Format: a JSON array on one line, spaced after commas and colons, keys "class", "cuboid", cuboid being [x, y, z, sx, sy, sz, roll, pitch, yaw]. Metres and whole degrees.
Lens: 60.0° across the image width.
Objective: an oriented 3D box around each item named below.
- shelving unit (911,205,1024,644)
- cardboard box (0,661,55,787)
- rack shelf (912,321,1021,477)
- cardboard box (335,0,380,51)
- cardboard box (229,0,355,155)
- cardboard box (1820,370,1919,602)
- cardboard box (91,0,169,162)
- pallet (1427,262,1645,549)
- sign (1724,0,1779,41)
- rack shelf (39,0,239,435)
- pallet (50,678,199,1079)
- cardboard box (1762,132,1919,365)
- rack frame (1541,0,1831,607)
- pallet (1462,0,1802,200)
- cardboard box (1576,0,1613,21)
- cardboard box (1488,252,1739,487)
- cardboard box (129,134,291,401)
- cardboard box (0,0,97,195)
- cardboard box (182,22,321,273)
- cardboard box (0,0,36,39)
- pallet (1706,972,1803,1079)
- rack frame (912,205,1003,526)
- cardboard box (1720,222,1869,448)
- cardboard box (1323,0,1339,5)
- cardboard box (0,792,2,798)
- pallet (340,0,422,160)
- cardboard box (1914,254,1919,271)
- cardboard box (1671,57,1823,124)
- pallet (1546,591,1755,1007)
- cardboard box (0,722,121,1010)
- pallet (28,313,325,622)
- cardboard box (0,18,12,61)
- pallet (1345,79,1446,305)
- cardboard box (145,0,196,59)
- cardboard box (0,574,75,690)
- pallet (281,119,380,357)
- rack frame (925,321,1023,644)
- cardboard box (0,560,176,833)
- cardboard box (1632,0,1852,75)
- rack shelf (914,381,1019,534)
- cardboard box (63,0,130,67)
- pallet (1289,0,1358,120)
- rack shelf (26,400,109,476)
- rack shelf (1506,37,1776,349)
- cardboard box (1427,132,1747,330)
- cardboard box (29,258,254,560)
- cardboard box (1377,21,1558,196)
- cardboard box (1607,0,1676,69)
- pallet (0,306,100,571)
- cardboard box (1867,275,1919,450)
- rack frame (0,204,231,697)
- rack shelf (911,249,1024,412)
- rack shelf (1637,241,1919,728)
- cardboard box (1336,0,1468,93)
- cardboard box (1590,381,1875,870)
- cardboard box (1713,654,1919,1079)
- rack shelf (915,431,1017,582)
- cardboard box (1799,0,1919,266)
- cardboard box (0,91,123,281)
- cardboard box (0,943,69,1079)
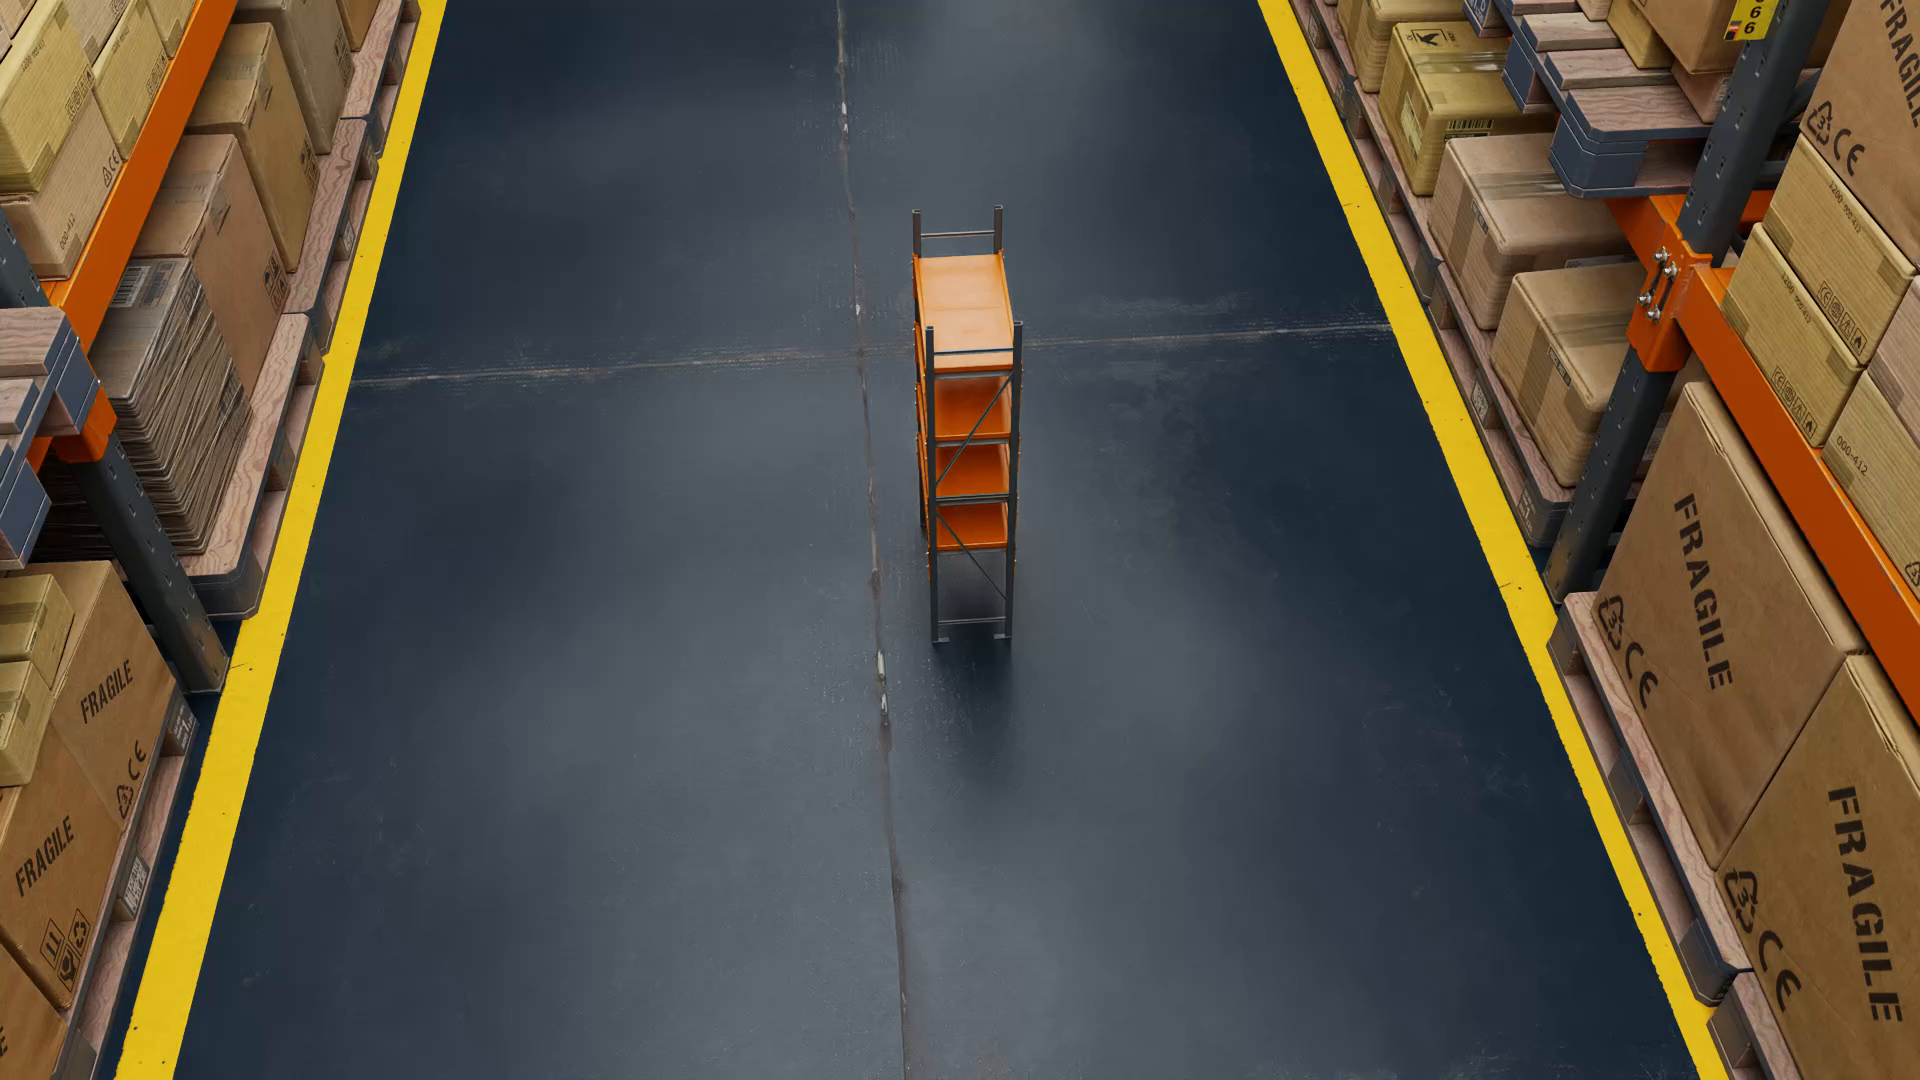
[{"class": "shelving unit", "cuboid": [0.014, -0.293, 4.701, 0.258, 1.200, 0.503, -3, 47, -3]}, {"class": "cardboard box", "cuboid": [-2.298, 0.431, 3.761, 0.380, 0.149, 0.250, -6, 47, -5]}, {"class": "rack shelf", "cuboid": [0.014, -0.400, 4.587, 0.258, 0.148, 0.480, -3, 47, -3]}, {"class": "cardboard box", "cuboid": [-2.926, -2.444, 6.845, 0.875, 0.625, 0.625, -2, 47, -2]}, {"class": "cardboard box", "cuboid": [-2.869, -1.882, 6.312, 0.875, 0.625, 0.625, -4, 47, -4]}, {"class": "cardboard box", "cuboid": [2.151, -0.112, 3.393, 0.500, 0.250, 0.500, -5, 47, -4]}, {"class": "cardboard box", "cuboid": [-2.477, -1.247, 4.468, 0.500, 0.250, 0.500, -4, 47, -4]}, {"class": "pallet", "cuboid": [2.236, -0.510, 5.587, 1.003, 0.211, 1.213, -3, 47, -3]}, {"class": "sign", "cuboid": [1.760, -1.234, 3.610, 0.100, 0.325, 0.005, -3, 47, -3]}, {"class": "rack shelf", "cuboid": [-2.813, -1.798, 5.383, 1.077, 0.370, 4.000, -3, 47, -3]}, {"class": "pallet", "cuboid": [-2.621, 0.903, 4.250, 1.003, 0.211, 1.213, -3, 47, -3]}, {"class": "cardboard box", "cuboid": [2.096, -0.642, 3.551, 0.500, 0.250, 0.500, -4, 47, -4]}, {"class": "rack frame", "cuboid": [2.300, -0.903, 4.039, 1.000, 3.000, 0.127, -3, 47, -3]}, {"class": "pallet", "cuboid": [2.134, -1.346, 4.591, 1.213, 0.211, 1.003, -3, 47, -3]}, {"class": "cardboard box", "cuboid": [1.878, -1.553, 4.539, 0.380, 0.149, 0.250, -4, 47, -4]}, {"class": "cardboard box", "cuboid": [2.263, -0.553, 5.228, 0.950, 0.372, 0.625, -6, 47, -6]}, {"class": "cardboard box", "cuboid": [-2.747, -0.851, 5.336, 0.875, 0.625, 0.625, -2, 47, -2]}, {"class": "cardboard box", "cuboid": [-2.415, -1.056, 3.943, 0.500, 0.250, 0.500, -4, 47, -3]}, {"class": "cardboard box", "cuboid": [-2.804, -1.338, 5.797, 0.875, 0.625, 0.625, -5, 47, -5]}, {"class": "cardboard box", "cuboid": [-2.403, -1.297, 3.897, 0.380, 0.149, 0.250, -3, 47, -2]}, {"class": "pallet", "cuboid": [2.390, 1.512, 3.673, 1.003, 0.211, 1.213, -3, 47, -3]}, {"class": "rack frame", "cuboid": [-0.007, -0.469, 4.868, 0.240, 1.200, 0.015, -3, 47, -3]}, {"class": "cardboard box", "cuboid": [2.090, -0.482, 3.744, 0.500, 0.250, 0.500, -4, 47, -4]}, {"class": "cardboard box", "cuboid": [2.012, -2.658, 7.222, 0.950, 0.372, 0.625, -3, 47, -3]}, {"class": "cardboard box", "cuboid": [-2.320, 0.624, 3.578, 0.380, 0.149, 0.250, -5, 47, -5]}, {"class": "pallet", "cuboid": [-2.880, -2.003, 7.002, 1.003, 0.211, 1.213, -3, 47, -3]}, {"class": "cardboard box", "cuboid": [2.149, -0.551, 2.948, 0.500, 0.500, 0.500, -3, 47, -3]}, {"class": "cardboard box", "cuboid": [2.038, -1.184, 4.189, 0.380, 0.149, 0.250, -2, 47, -2]}, {"class": "pallet", "cuboid": [2.291, 0.631, 4.507, 1.003, 0.211, 1.213, -3, 47, -3]}, {"class": "cardboard box", "cuboid": [-2.365, 0.772, 3.885, 0.500, 0.500, 0.500, -4, 47, -4]}, {"class": "pallet", "cuboid": [-2.676, -0.238, 5.330, 1.003, 0.211, 1.213, -3, 47, -3]}, {"class": "cardboard box", "cuboid": [-2.379, -1.104, 3.714, 0.380, 0.149, 0.250, -2, 47, -2]}, {"class": "pallet", "cuboid": [2.137, -1.390, 6.421, 1.003, 0.211, 1.213, -3, 47, -3]}, {"class": "cardboard box", "cuboid": [-2.527, -1.619, 4.821, 0.500, 0.250, 0.500, -5, 47, -5]}, {"class": "cardboard box", "cuboid": [-2.352, 0.236, 3.947, 0.380, 0.149, 0.250, -6, 47, -5]}, {"class": "pallet", "cuboid": [-2.775, -1.118, 6.164, 1.003, 0.211, 1.213, -3, 47, -3]}, {"class": "rack frame", "cuboid": [0.034, -0.116, 4.534, 0.240, 1.200, 0.015, -3, 47, -3]}, {"class": "cardboard box", "cuboid": [-2.396, 0.410, 4.229, 0.500, 0.500, 0.500, -2, 47, -2]}, {"class": "cardboard box", "cuboid": [1.985, -1.496, 4.038, 0.500, 0.500, 0.500, -5, 47, -4]}, {"class": "rack shelf", "cuboid": [0.014, -0.247, 4.750, 0.258, 0.148, 0.480, -3, 47, -3]}, {"class": "cardboard box", "cuboid": [-2.480, -1.417, 4.285, 0.500, 0.250, 0.500, -2, 47, -2]}, {"class": "pallet", "cuboid": [2.032, -2.275, 7.259, 1.003, 0.211, 1.213, -3, 47, -3]}, {"class": "rack shelf", "cuboid": [-2.478, 1.096, 2.642, 1.077, 0.370, 4.000, -3, 47, -3]}, {"class": "rack shelf", "cuboid": [2.133, -2.103, 5.671, 1.077, 0.370, 4.000, -3, 47, -3]}, {"class": "cardboard box", "cuboid": [2.193, -1.086, 5.734, 0.950, 0.372, 0.625, -4, 47, -4]}, {"class": "cardboard box", "cuboid": [-2.684, -0.378, 4.889, 0.875, 0.625, 0.625, -2, 47, -2]}, {"class": "cardboard box", "cuboid": [2.135, -1.636, 6.254, 0.950, 0.372, 0.625, -2, 47, -2]}, {"class": "cardboard box", "cuboid": [1.944, -1.373, 4.369, 0.380, 0.149, 0.250, -3, 47, -3]}, {"class": "pallet", "cuboid": [-2.519, -0.046, 3.360, 1.213, 0.211, 1.003, -3, 47, -3]}, {"class": "cardboard box", "cuboid": [2.139, -0.268, 3.196, 0.500, 0.250, 0.500, -2, 47, -2]}, {"class": "rack frame", "cuboid": [-2.646, -0.598, 3.751, 1.000, 3.000, 0.127, -3, 47, -3]}, {"class": "rack shelf", "cuboid": [0.014, -0.563, 4.416, 0.258, 0.148, 0.480, -3, 47, -3]}, {"class": "rack shelf", "cuboid": [2.468, 0.791, 2.930, 1.077, 0.370, 4.000, -3, 47, -3]}, {"class": "cardboard box", "cuboid": [2.075, -2.138, 6.730, 0.950, 0.372, 0.625, -1, 47, -1]}, {"class": "cardboard box", "cuboid": [2.275, 0.188, 4.180, 0.875, 0.875, 0.875, -4, 47, -4]}, {"class": "cardboard box", "cuboid": [2.346, 0.834, 3.569, 0.875, 0.875, 0.875, -3, 47, -3]}, {"class": "rack shelf", "cuboid": [0.014, -0.110, 4.894, 0.258, 0.148, 0.480, -3, 47, -3]}, {"class": "cardboard box", "cuboid": [2.098, -0.909, 3.288, 0.500, 0.500, 0.500, -5, 47, -5]}, {"class": "cardboard box", "cuboid": [-2.439, -0.883, 4.123, 0.500, 0.250, 0.500, -3, 47, -3]}, {"class": "cardboard box", "cuboid": [-2.318, 1.151, 3.527, 0.500, 0.500, 0.500, -2, 47, -2]}]
